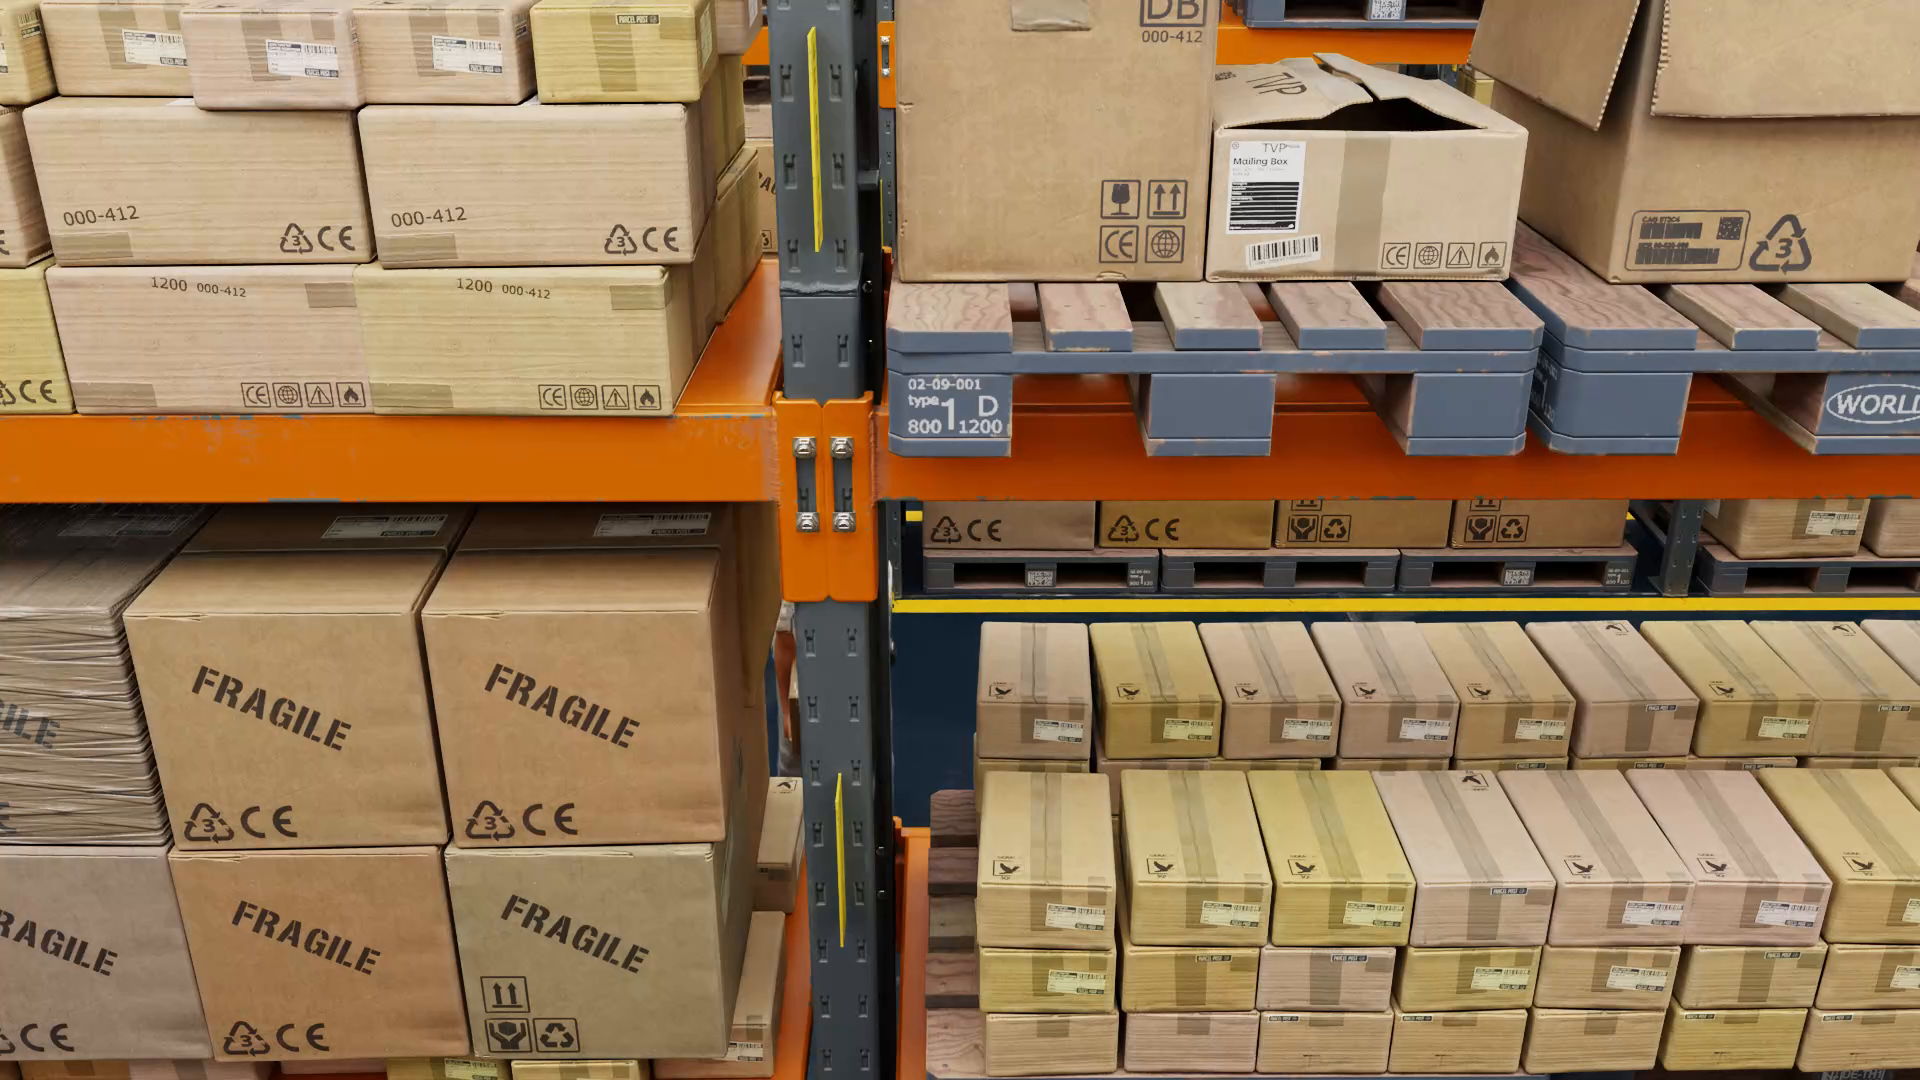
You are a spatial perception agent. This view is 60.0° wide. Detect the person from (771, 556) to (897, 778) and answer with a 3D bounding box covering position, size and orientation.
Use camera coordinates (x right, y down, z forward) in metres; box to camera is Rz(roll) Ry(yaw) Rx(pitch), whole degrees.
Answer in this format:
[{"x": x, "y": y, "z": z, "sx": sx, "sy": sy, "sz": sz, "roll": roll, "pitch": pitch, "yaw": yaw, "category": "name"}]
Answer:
[{"x": -0.454, "y": 0.524, "z": 6.001, "sx": 0.452, "sy": 1.623, "sz": 0.593, "roll": -1, "pitch": 24, "yaw": -1, "category": "person"}]
